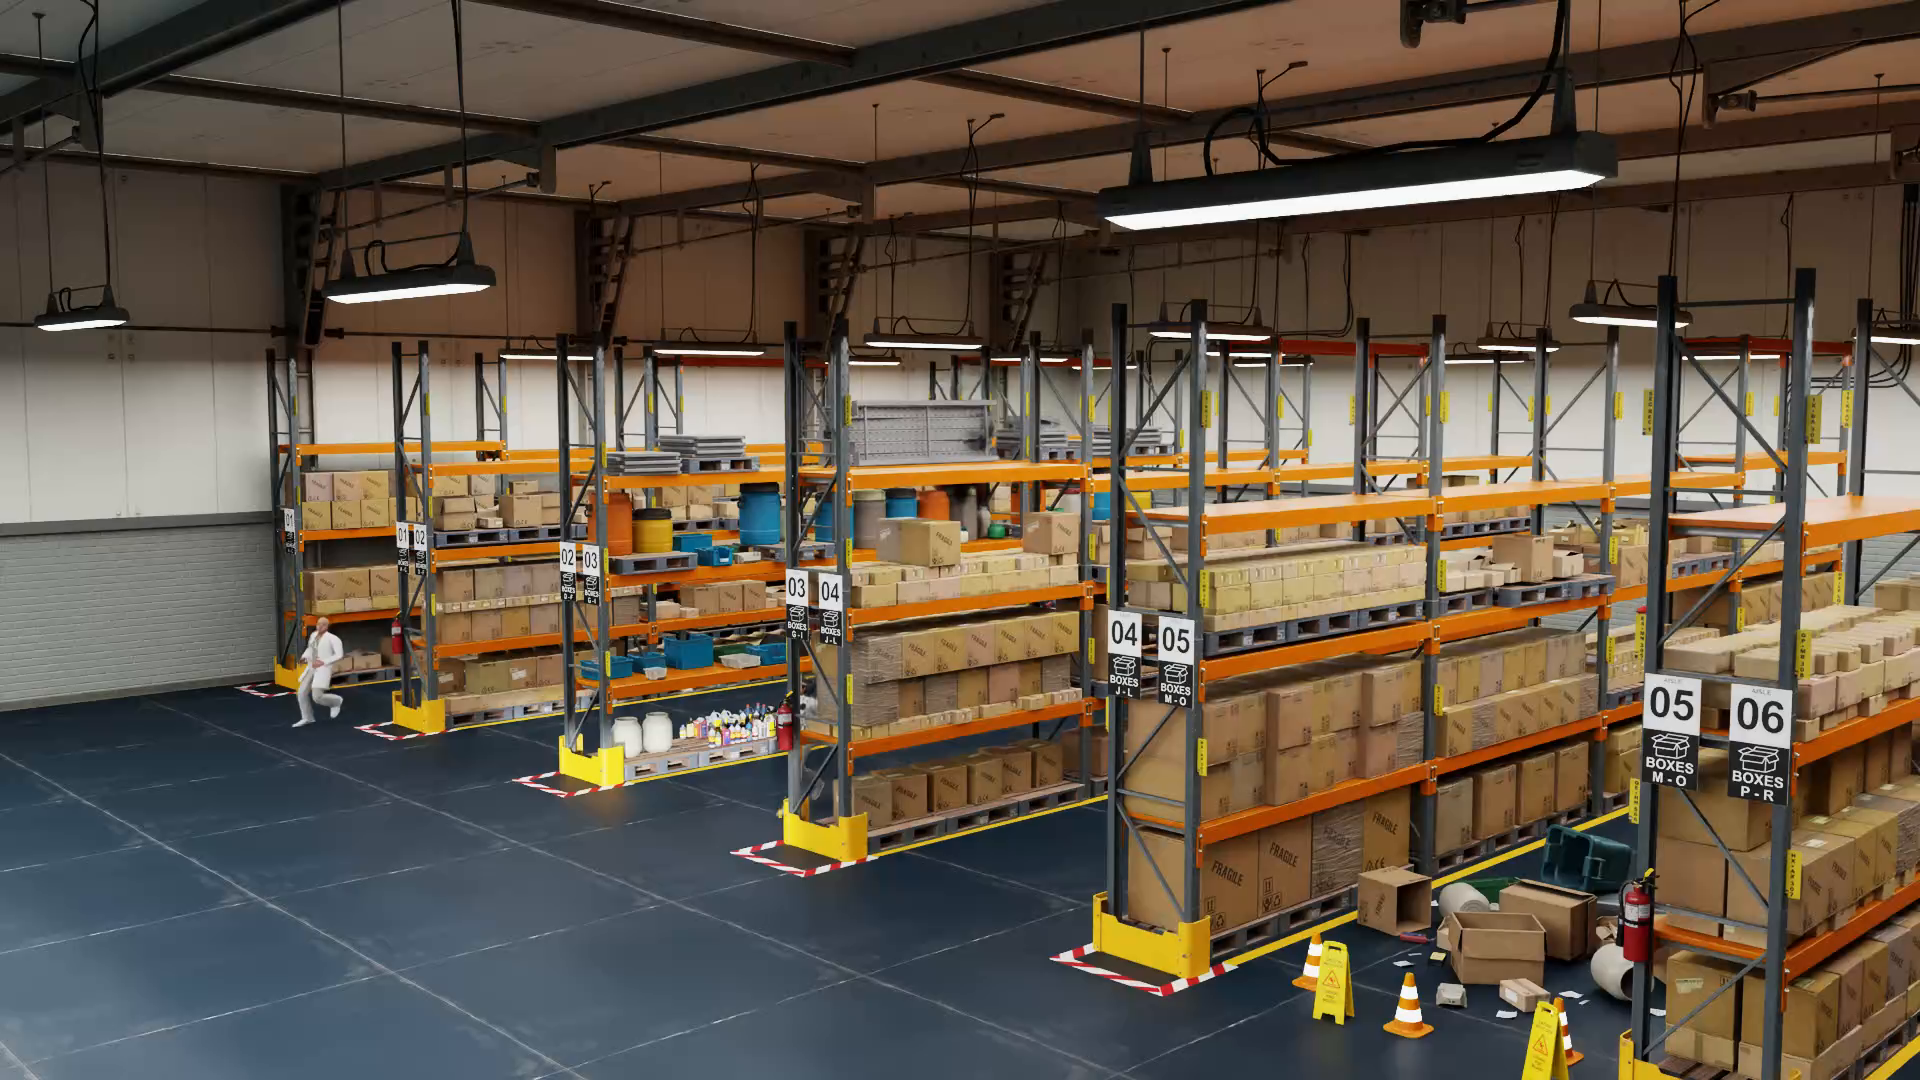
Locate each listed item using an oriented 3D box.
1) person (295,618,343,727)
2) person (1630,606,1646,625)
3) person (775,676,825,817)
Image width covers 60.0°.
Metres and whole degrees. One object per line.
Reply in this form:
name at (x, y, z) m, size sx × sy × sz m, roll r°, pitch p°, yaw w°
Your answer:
person at (-10.052, 2.067, 26.213) m, size 0.728 × 1.708 × 0.718 m, roll 2°, pitch 5°, yaw 23°
person at (10.824, 1.949, 26.454) m, size 0.924 × 1.808 × 0.651 m, roll -4°, pitch 6°, yaw -36°
person at (-1.987, 2.509, 20.677) m, size 0.612 × 1.701 × 0.920 m, roll 4°, pitch 6°, yaw 38°
